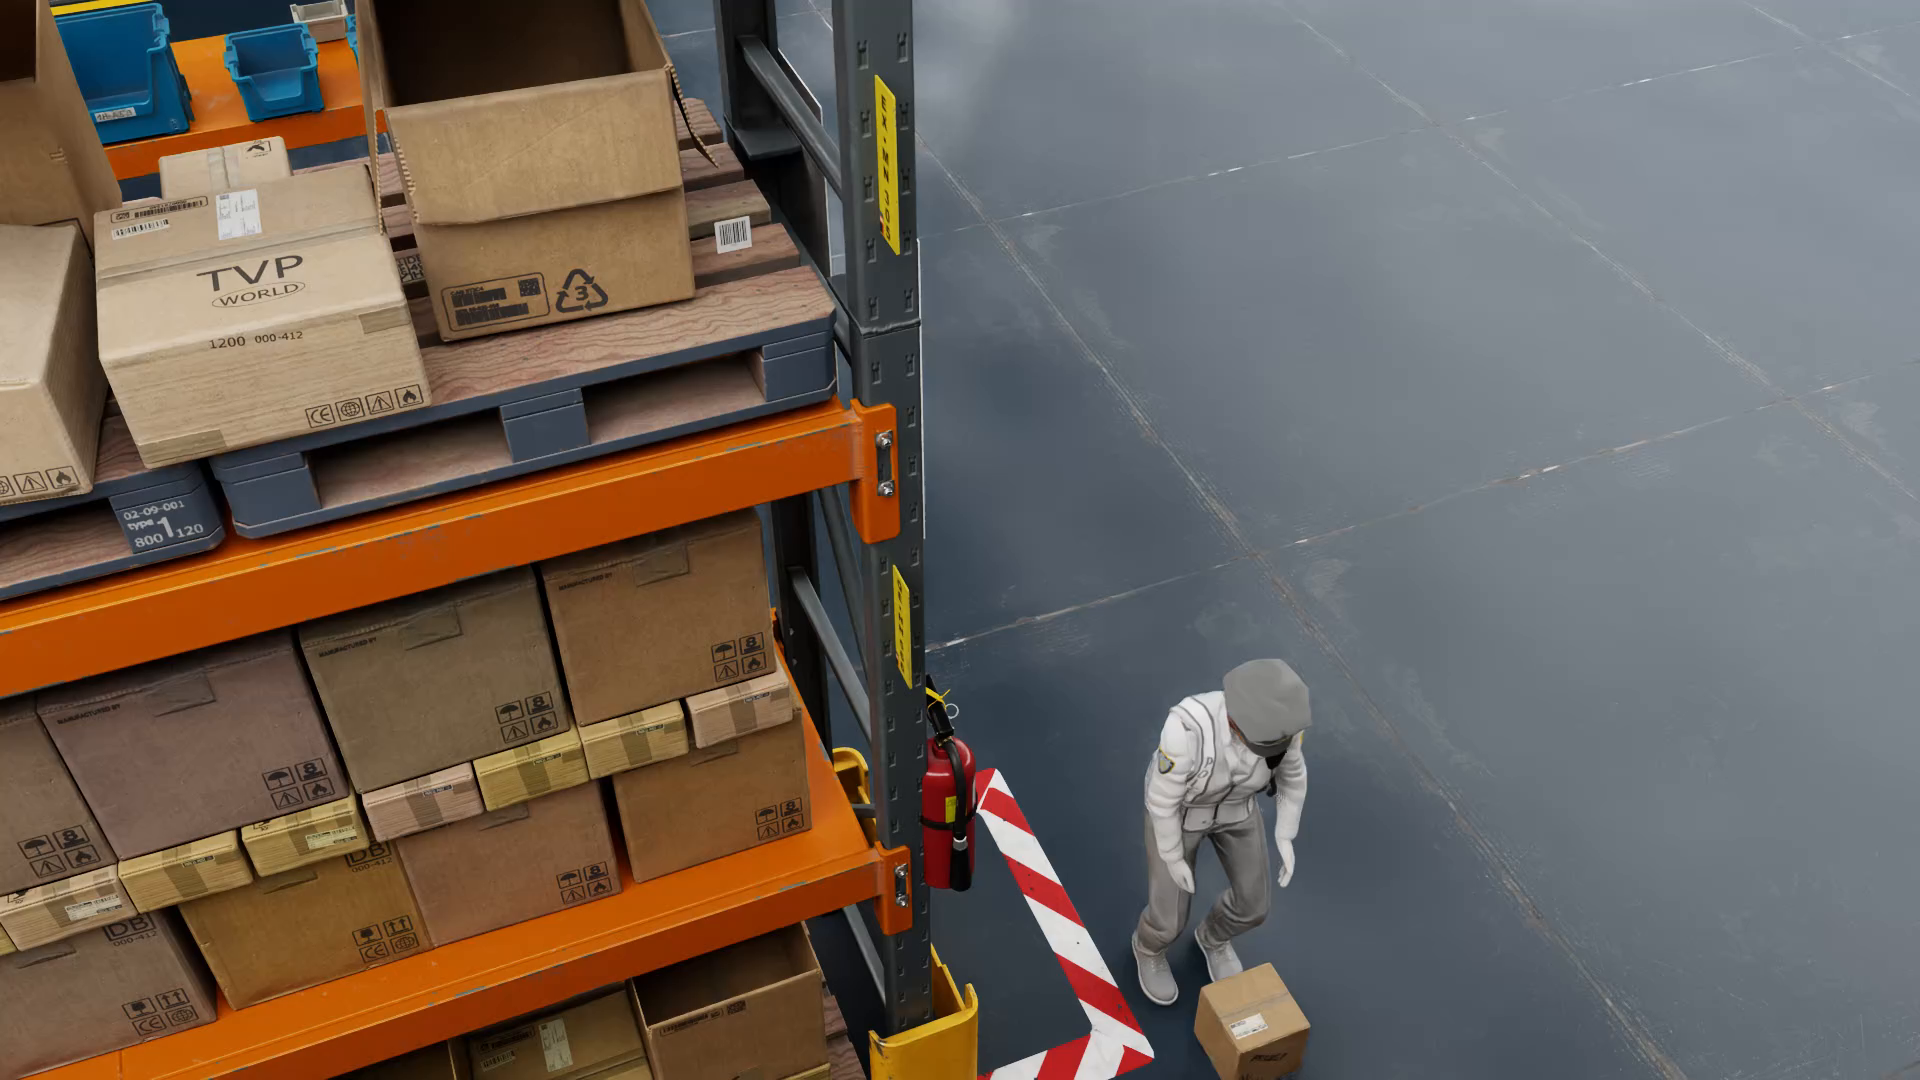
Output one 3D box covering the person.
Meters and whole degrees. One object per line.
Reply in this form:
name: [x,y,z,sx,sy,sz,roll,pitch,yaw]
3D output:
person: [0.821,0.905,5.230,0.516,1.576,0.522,-9,43,-10]
